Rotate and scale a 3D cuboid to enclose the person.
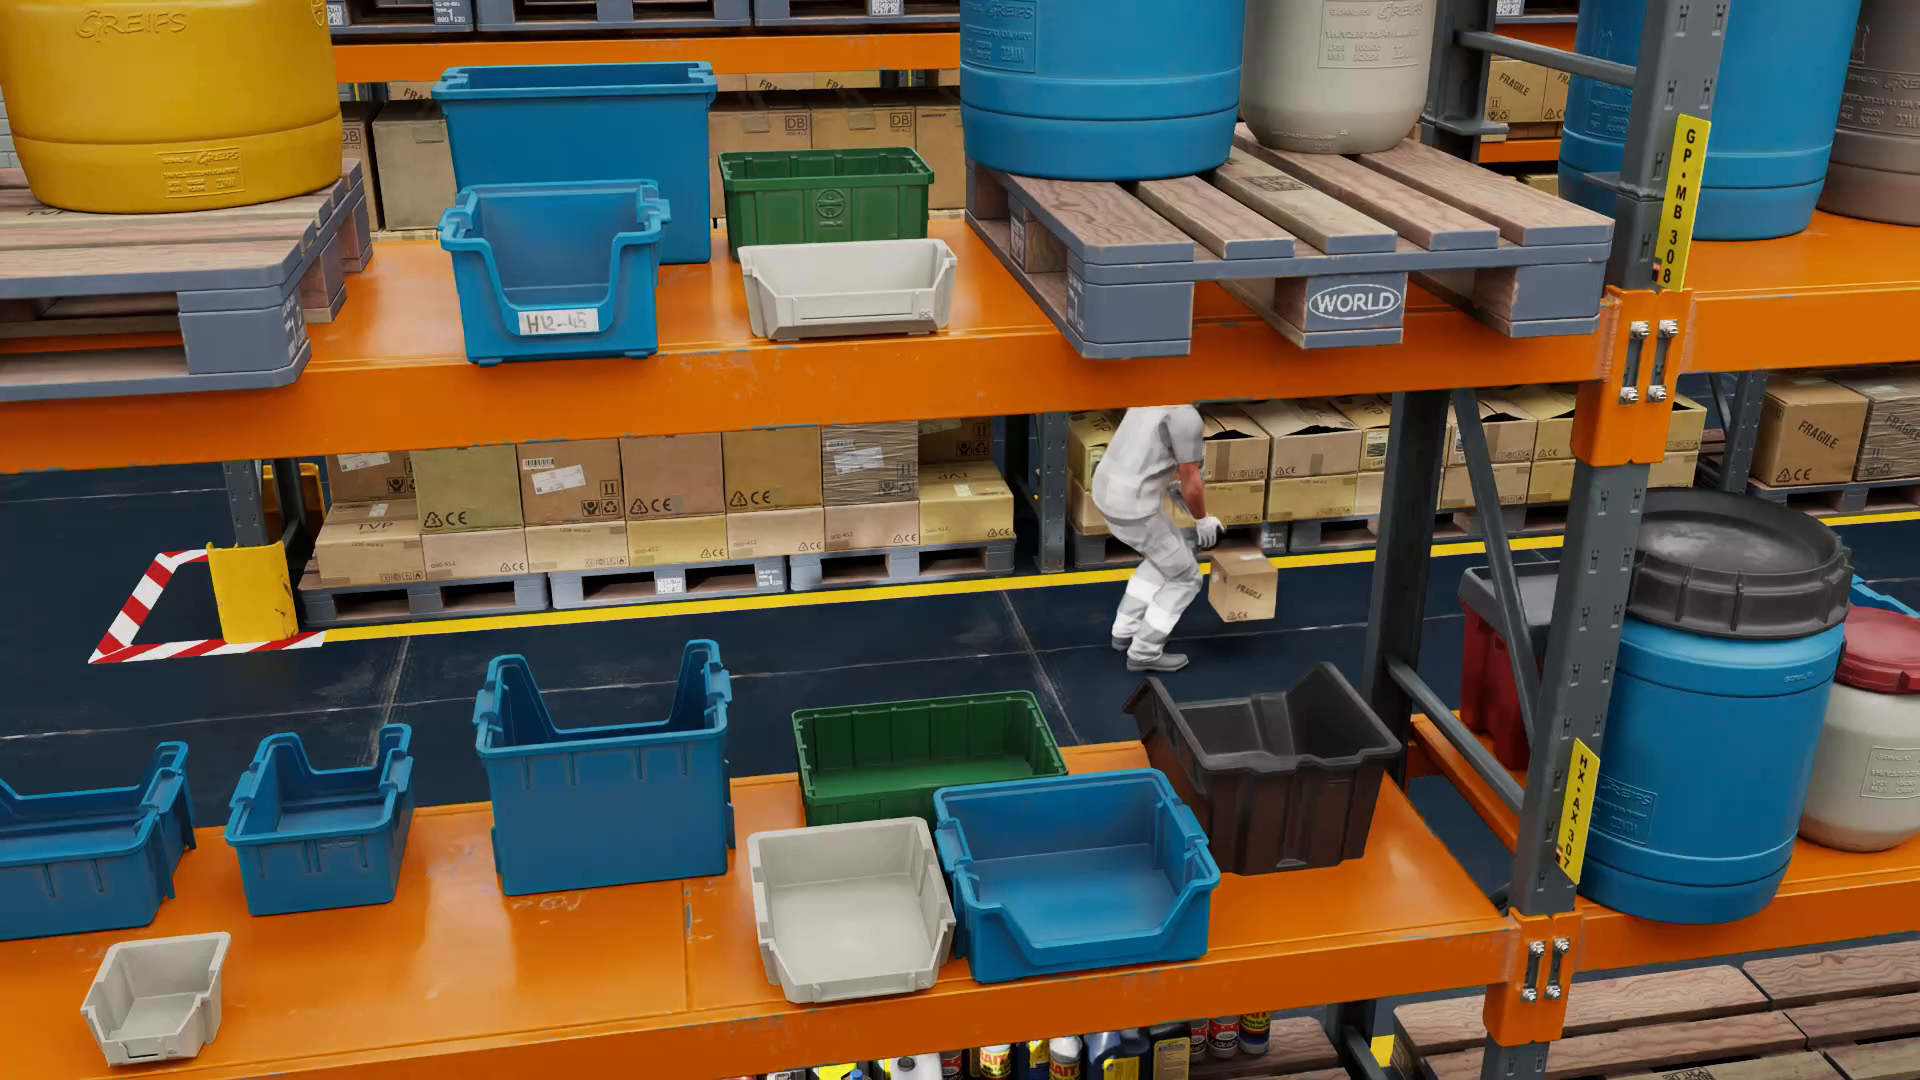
[{"bbox_3d":[0.943,-0.172,7.768,0.668,1.555,0.577,-4,23,-10],"label":"person"}]
